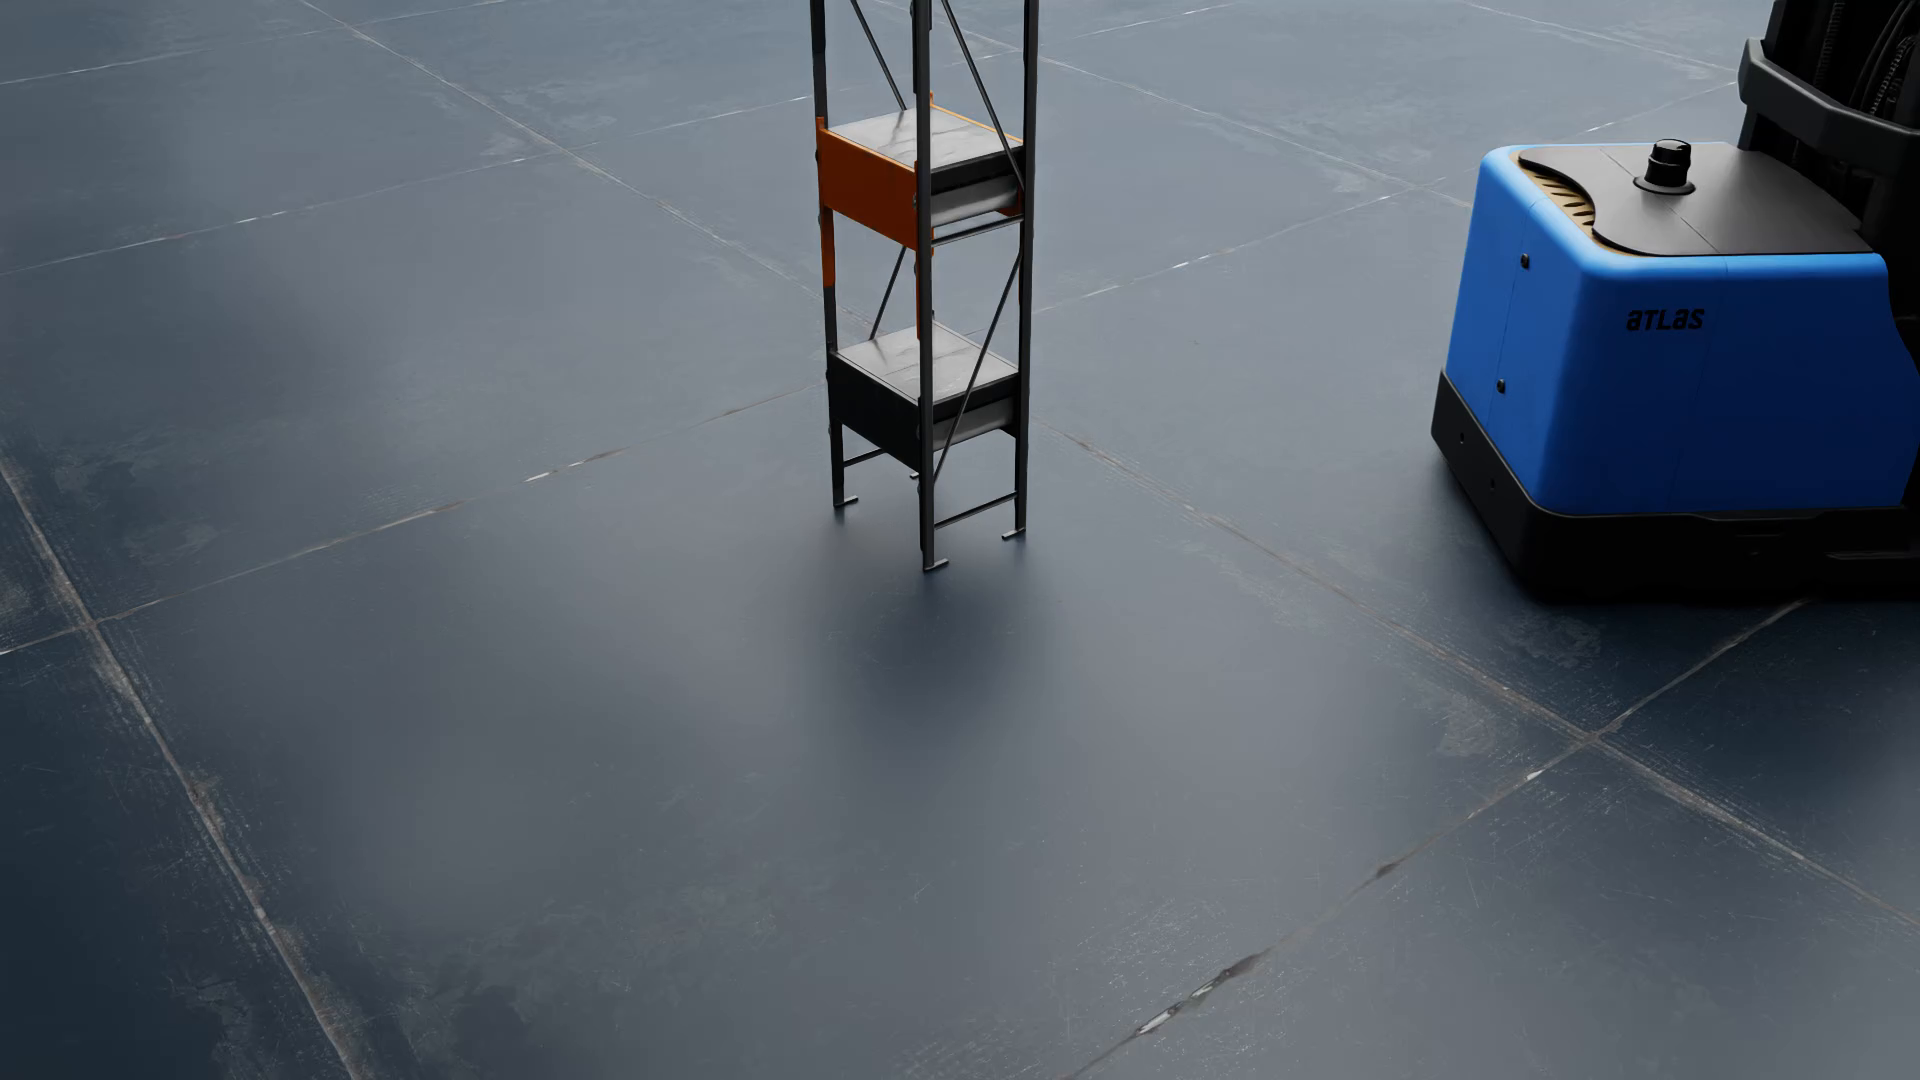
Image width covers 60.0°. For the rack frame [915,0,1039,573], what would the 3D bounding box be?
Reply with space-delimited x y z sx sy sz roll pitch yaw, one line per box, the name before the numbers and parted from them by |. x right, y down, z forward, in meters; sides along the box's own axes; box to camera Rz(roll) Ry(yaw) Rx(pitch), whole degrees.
rack frame | 0.048 -0.859 4.643 0.400 2.100 0.015 -22 38 -31

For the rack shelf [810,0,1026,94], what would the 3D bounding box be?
rack shelf | -0.101 -1.544 4.445 0.431 0.518 0.480 -22 38 -31

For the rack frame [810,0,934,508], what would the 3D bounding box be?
rack frame | -0.251 -1.063 4.971 0.400 2.100 0.015 -22 38 -31

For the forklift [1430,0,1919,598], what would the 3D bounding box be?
forklift | 3.148 -1.361 4.664 3.031 2.935 1.130 -2 32 -3

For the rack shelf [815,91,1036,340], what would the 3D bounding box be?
rack shelf | -0.101 -0.949 4.814 0.431 0.518 0.480 -22 38 -31

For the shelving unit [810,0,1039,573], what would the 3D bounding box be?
shelving unit | -0.101 -0.961 4.807 0.431 2.100 0.503 -22 38 -31

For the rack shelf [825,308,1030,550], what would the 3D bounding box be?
rack shelf | -0.101 -0.355 5.184 0.431 0.518 0.480 -22 38 -31
